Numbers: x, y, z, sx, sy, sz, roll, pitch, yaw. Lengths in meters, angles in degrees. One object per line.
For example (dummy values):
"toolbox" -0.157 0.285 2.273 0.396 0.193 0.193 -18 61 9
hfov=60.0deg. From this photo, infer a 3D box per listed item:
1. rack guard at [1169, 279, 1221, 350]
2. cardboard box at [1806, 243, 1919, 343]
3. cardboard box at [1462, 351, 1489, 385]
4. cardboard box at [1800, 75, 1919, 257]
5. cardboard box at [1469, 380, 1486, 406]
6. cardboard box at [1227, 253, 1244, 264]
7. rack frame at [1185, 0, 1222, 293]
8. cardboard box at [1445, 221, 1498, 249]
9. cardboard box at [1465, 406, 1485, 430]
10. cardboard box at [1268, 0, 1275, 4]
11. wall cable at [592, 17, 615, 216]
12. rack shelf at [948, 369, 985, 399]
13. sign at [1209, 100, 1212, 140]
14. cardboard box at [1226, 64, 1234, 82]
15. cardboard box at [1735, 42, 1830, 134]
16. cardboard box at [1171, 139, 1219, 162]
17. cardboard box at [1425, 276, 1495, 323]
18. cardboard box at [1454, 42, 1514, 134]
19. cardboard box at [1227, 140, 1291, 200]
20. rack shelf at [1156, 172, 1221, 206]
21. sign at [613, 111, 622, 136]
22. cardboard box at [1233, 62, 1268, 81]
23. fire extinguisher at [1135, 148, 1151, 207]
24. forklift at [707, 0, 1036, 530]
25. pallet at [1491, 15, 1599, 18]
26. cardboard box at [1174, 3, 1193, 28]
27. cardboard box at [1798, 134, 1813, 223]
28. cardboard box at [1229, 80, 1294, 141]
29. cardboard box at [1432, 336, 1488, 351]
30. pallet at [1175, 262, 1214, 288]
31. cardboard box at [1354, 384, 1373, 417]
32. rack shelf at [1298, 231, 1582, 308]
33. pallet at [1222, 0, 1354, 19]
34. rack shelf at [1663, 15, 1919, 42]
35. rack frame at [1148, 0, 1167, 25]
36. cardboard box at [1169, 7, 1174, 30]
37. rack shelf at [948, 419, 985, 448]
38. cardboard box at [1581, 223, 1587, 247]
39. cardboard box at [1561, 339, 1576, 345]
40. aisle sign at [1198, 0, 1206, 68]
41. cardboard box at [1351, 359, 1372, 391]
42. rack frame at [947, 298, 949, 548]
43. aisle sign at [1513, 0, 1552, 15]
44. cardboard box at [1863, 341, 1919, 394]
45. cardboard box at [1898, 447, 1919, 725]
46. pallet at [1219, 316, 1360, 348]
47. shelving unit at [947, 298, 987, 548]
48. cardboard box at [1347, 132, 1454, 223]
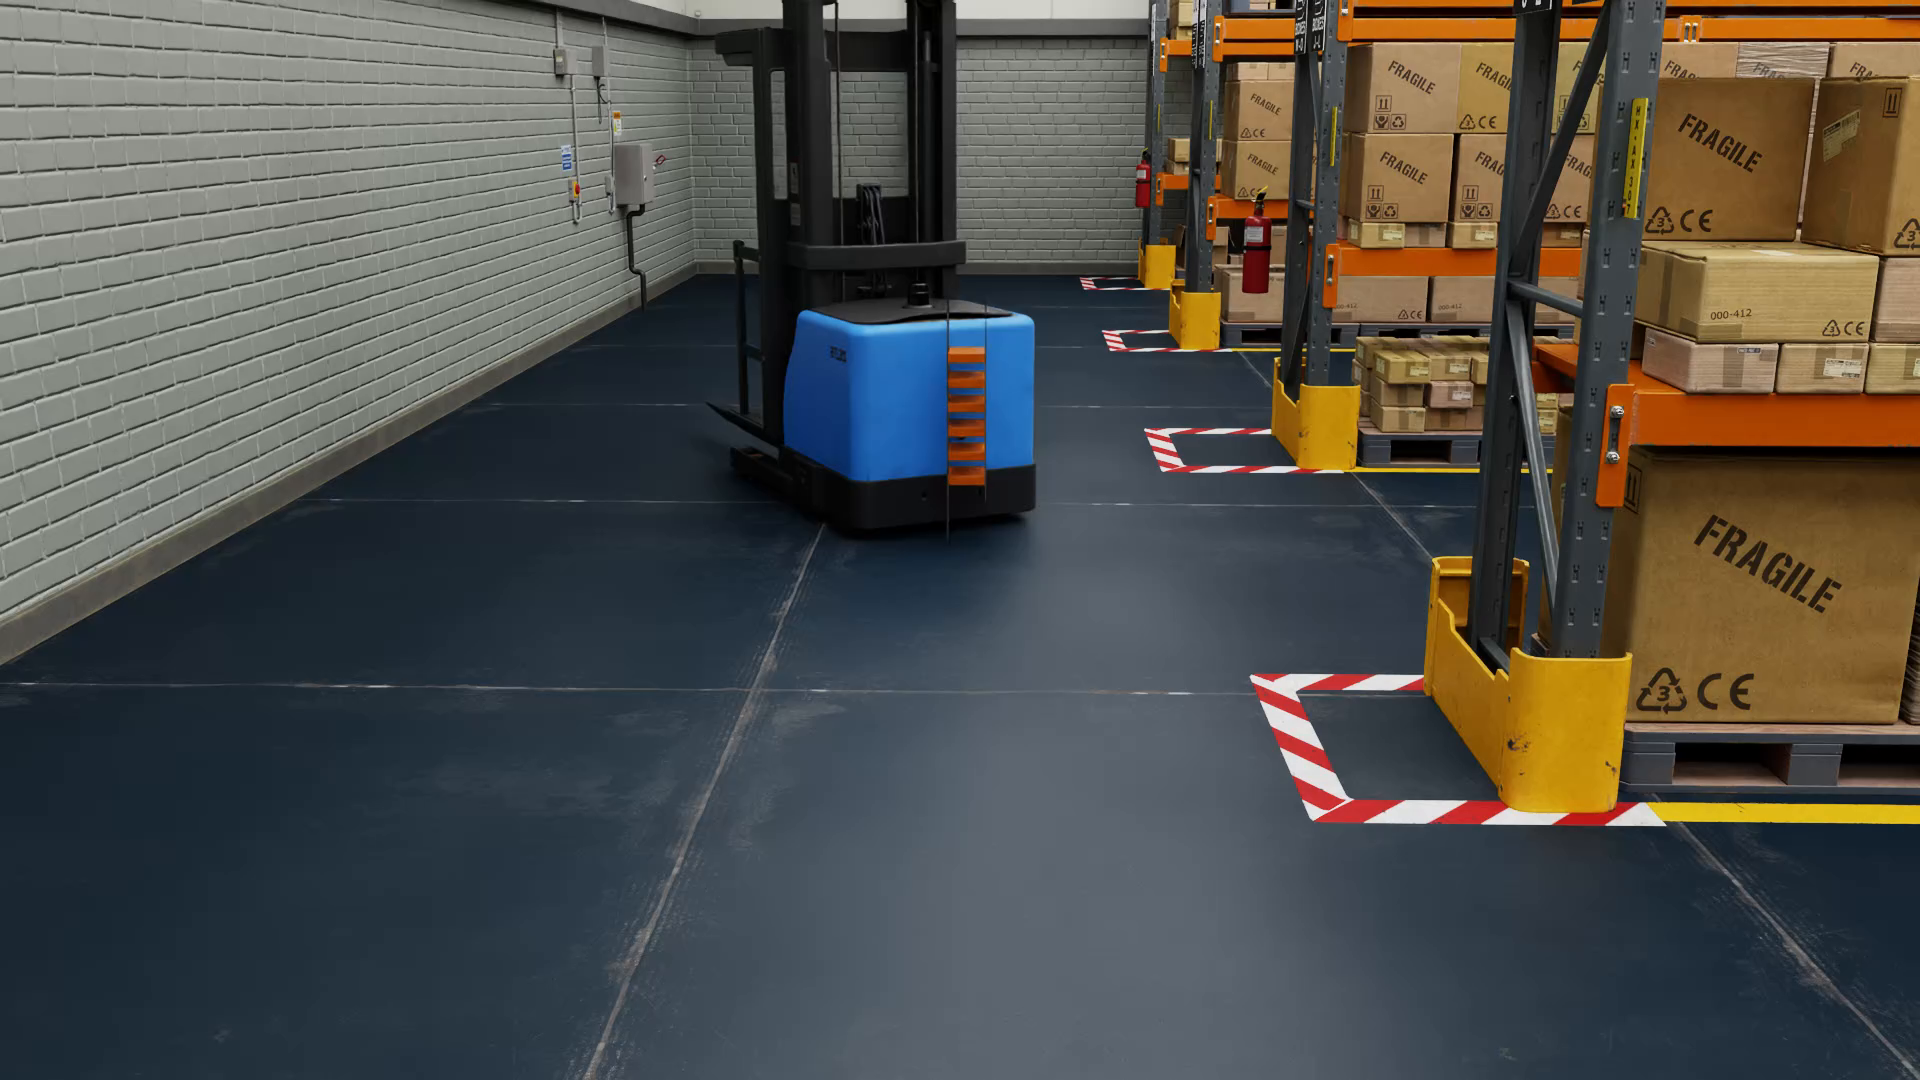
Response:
"rack guard" 2.142 -2.074 15.220 0.348 0.500 1.175 0 15 1
"cardboard box" 2.906 -0.753 5.024 0.500 0.250 0.500 0 15 1
"cardboard box" 3.183 -1.036 9.986 0.250 0.149 0.380 0 15 1
"cardboard box" 2.886 -1.114 4.922 0.500 0.500 0.500 0 15 0
"cardboard box" 3.177 -0.924 10.143 0.250 0.149 0.380 1 15 2
"cardboard box" 3.322 -3.332 19.854 0.250 0.149 0.380 0 15 -1
"rack frame" 2.166 -3.282 14.901 0.127 3.000 1.000 0 15 1
"cardboard box" 2.979 -1.806 9.796 0.250 0.149 0.380 0 15 0
"cardboard box" 3.168 -0.778 10.175 0.250 0.149 0.380 1 15 2
"cardboard box" 3.737 -6.237 18.950 0.500 0.250 0.500 0 15 1
"wall cable" -3.447 -4.166 16.259 0.122 1.984 0.588 0 15 1
"rack shelf" 0.033 -0.761 8.107 0.180 0.103 0.258 0 15 0
"sign" 2.146 -3.598 14.244 0.005 0.325 0.100 0 15 1
"cardboard box" 2.530 -4.176 14.863 0.250 0.149 0.380 1 15 2
"cardboard box" 4.634 -2.612 9.621 0.500 0.500 0.500 1 15 3
"cardboard box" 2.736 -4.548 19.408 0.500 0.250 0.500 0 15 2
"cardboard box" 4.645 -2.258 15.216 0.875 0.438 0.875 0 15 0
"cardboard box" 3.087 -2.623 9.662 0.500 0.500 0.500 1 15 3
"cardboard box" 2.638 -3.254 14.599 0.500 0.500 0.500 0 15 1
"rack shelf" 4.288 -4.187 19.741 4.000 0.370 1.077 0 15 1
"sign" -3.480 -4.234 16.891 0.001 0.242 0.339 0 15 1
"cardboard box" 2.514 -4.055 14.402 0.250 0.149 0.380 1 15 3
"fire extinguisher" 2.130 -4.214 19.313 0.183 0.674 0.296 0 15 1
"forklift" -0.698 -1.798 9.409 1.130 2.935 3.031 -7 16 -25
"pallet" 5.347 -4.672 14.461 1.213 0.211 1.003 0 15 1
"cardboard box" 2.726 -5.997 19.022 0.500 0.250 0.500 0 15 1
"cardboard box" 4.632 -2.124 9.731 0.500 0.500 0.500 0 15 1
"cardboard box" 2.638 -3.738 14.473 0.500 0.500 0.500 0 15 0
"cardboard box" 3.188 -1.207 10.635 0.250 0.149 0.380 0 15 0
"pallet" 3.162 -3.194 20.034 1.213 0.211 1.003 0 15 1
"cardboard box" 2.672 -0.894 10.612 0.250 0.149 0.380 1 15 2
"rack shelf" 4.140 -1.658 10.156 4.000 0.370 1.077 0 15 1
"pallet" 2.908 -4.688 14.521 1.213 0.211 1.003 0 15 1
"rack shelf" 8.164 -4.346 14.462 4.000 0.370 1.077 0 15 1
"rack frame" 2.289 -7.449 18.934 0.127 3.000 1.000 0 15 1
"cardboard box" 2.741 -6.136 19.550 0.500 0.250 0.500 0 15 0
"rack shelf" 0.033 -0.529 8.169 0.180 0.103 0.258 0 15 0
"cardboard box" 3.758 -1.822 9.859 0.250 0.149 0.380 0 15 0
"cardboard box" 3.976 -1.172 10.500 0.250 0.149 0.380 0 15 0
"aisle sign" 2.087 -4.466 14.291 0.004 0.787 0.394 0 15 1
"cardboard box" 2.675 -1.057 10.649 0.250 0.149 0.380 0 15 0
"rack frame" -0.059 -0.572 8.158 0.006 1.200 0.240 0 15 0
"aisle sign" 1.849 -2.089 5.282 0.004 0.787 0.394 0 15 1
"cardboard box" 2.772 -0.544 5.015 0.250 0.149 0.380 0 15 0
"cardboard box" 3.464 0.059 5.578 0.875 0.875 0.875 0 15 1
"pallet" 2.967 -1.949 15.313 1.213 0.211 1.003 0 15 1
"shelving unit" 0.033 -0.572 8.157 0.189 1.200 0.258 0 15 0
"cardboard box" 2.582 -2.138 9.785 0.500 0.500 0.500 1 15 4
